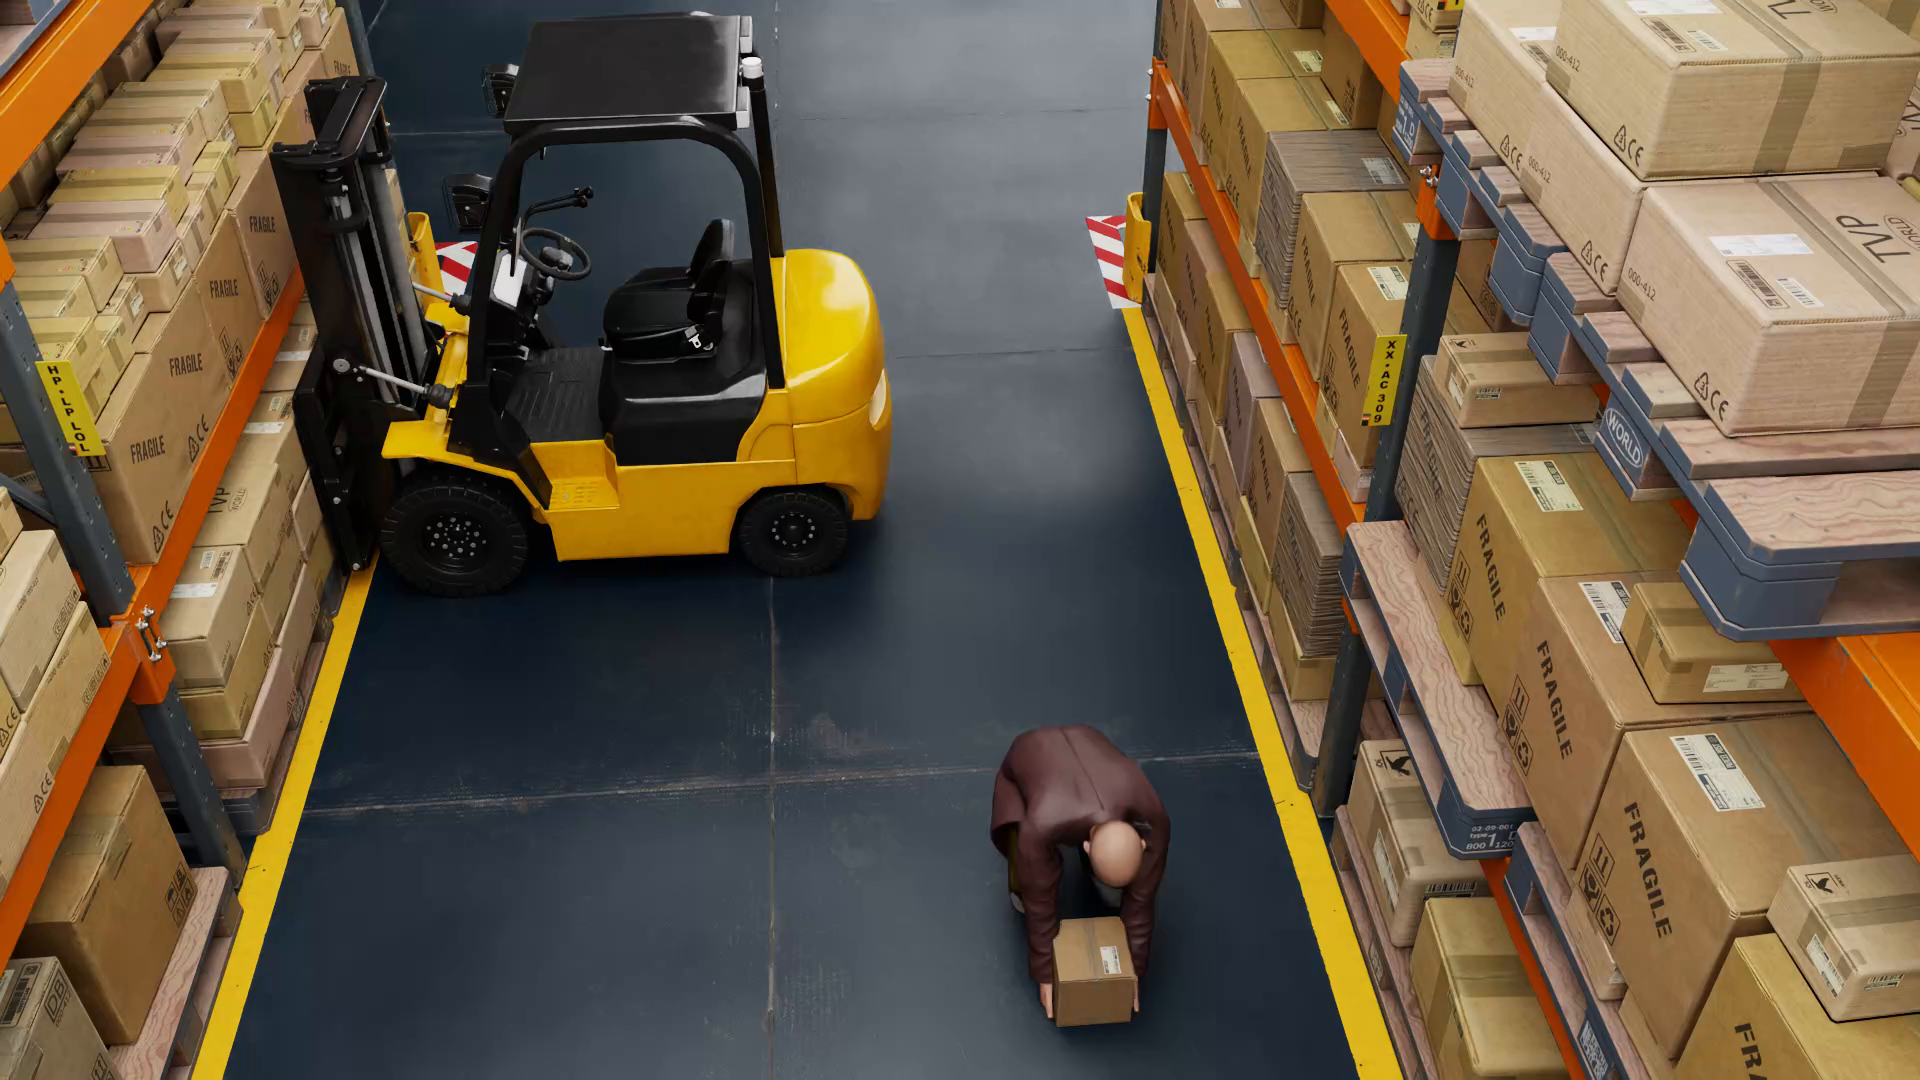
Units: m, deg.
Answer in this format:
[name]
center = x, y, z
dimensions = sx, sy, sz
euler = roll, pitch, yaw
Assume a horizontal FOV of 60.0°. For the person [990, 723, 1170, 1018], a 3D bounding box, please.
[person]
center = 0.398, 1.047, 5.700
dimensions = 0.582, 0.883, 0.919
euler = -4, 39, -5
